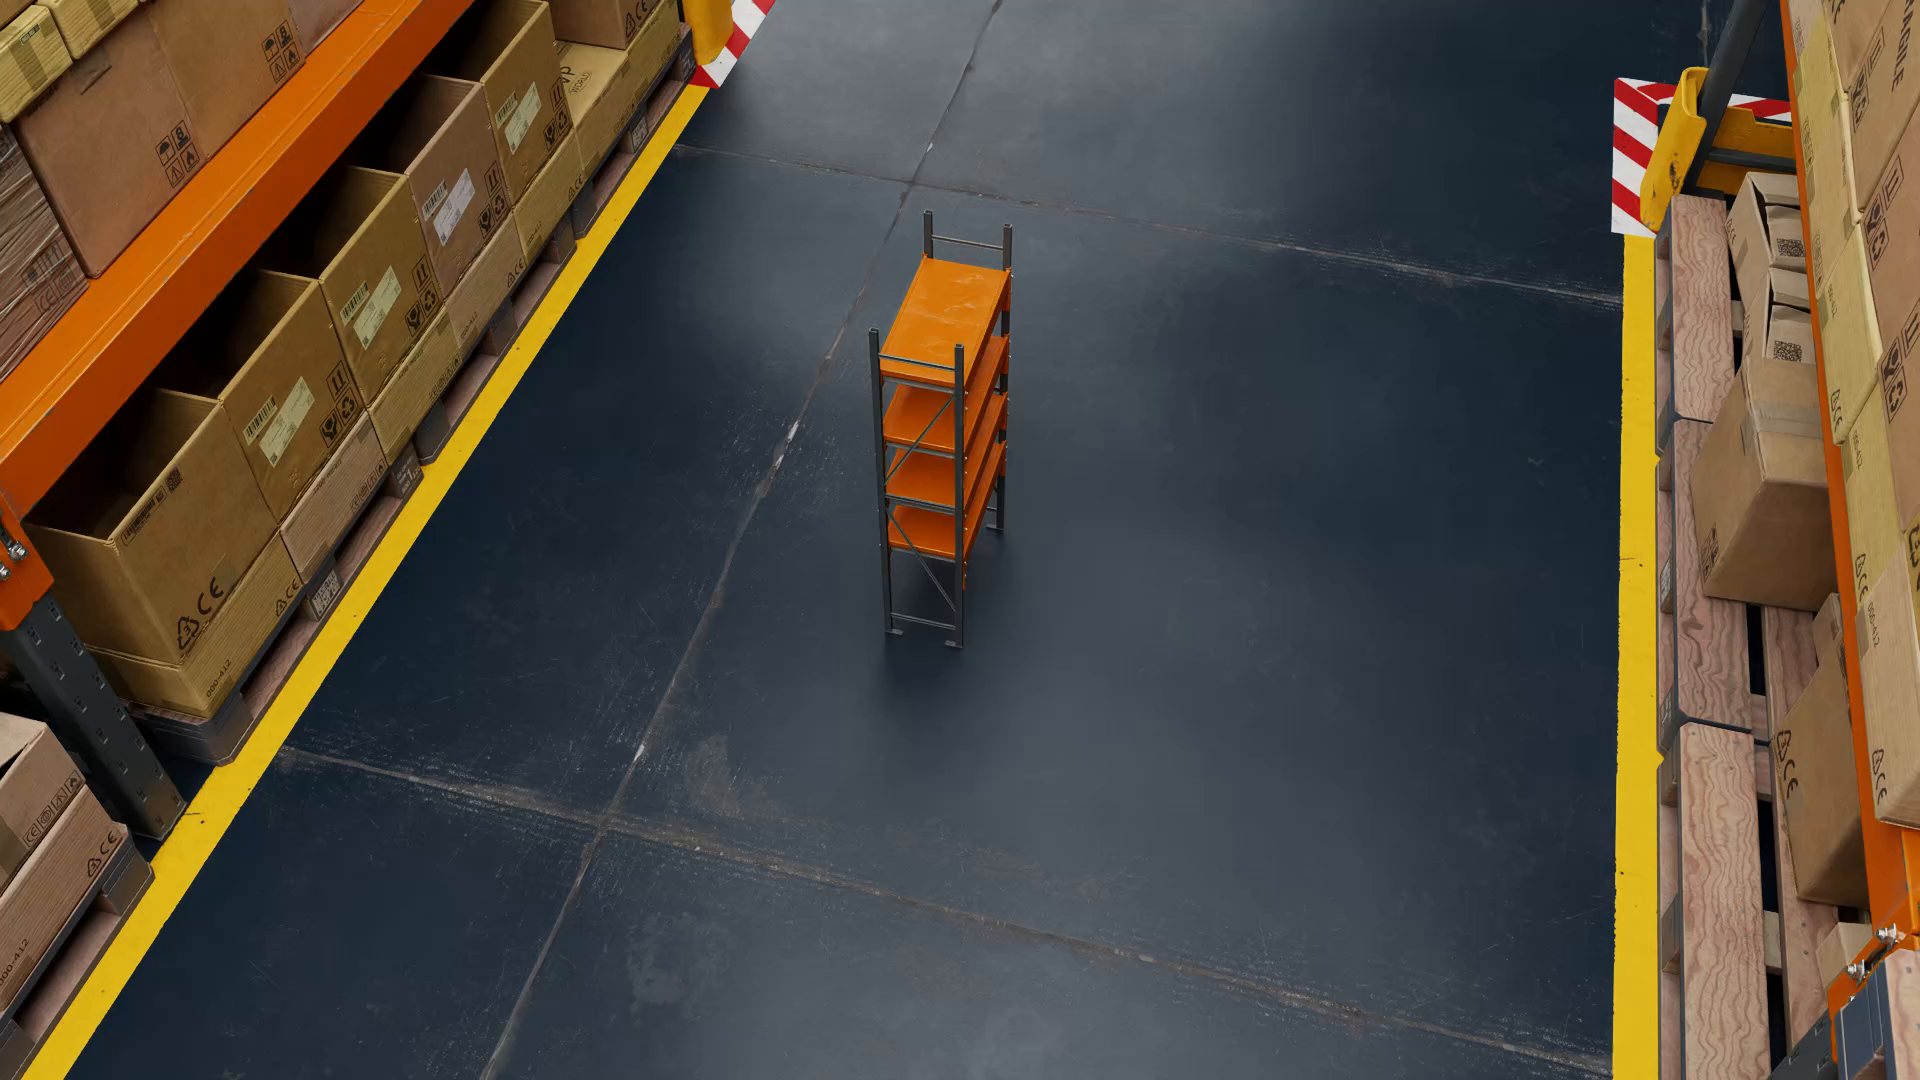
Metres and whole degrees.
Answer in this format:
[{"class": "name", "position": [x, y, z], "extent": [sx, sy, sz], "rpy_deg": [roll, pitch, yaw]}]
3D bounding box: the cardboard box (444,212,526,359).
[{"class": "cardboard box", "position": [-1.818, -0.900, 5.598], "extent": [0.500, 0.250, 0.500], "rpy_deg": [12, 50, 10]}]

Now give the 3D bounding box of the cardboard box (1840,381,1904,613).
[{"class": "cardboard box", "position": [2.120, -0.055, 3.384], "extent": [0.500, 0.250, 0.500], "rpy_deg": [12, 50, 10]}]

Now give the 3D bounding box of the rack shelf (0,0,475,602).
[{"class": "rack shelf", "position": [-2.105, -1.520, 5.071], "extent": [1.077, 0.370, 4.000], "rpy_deg": [12, 50, 10]}]

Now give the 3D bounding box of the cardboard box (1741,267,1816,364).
[{"class": "cardboard box", "position": [2.783, -0.591, 5.271], "extent": [0.500, 0.311, 0.500], "rpy_deg": [15, 50, 13]}]

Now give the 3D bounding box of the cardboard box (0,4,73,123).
[{"class": "cardboard box", "position": [-2.241, -1.084, 3.707], "extent": [0.380, 0.149, 0.250], "rpy_deg": [10, 49, 9]}]

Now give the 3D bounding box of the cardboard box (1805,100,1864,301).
[{"class": "cardboard box", "position": [2.369, -0.786, 4.029], "extent": [0.500, 0.250, 0.500], "rpy_deg": [12, 50, 10]}]

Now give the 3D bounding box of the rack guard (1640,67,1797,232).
[{"class": "rack guard", "position": [3.182, -1.348, 6.106], "extent": [1.175, 0.500, 0.348], "rpy_deg": [12, 50, 10]}]

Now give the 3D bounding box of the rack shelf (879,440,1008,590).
[{"class": "rack shelf", "position": [-0.044, -0.101, 4.894], "extent": [0.258, 0.148, 0.480], "rpy_deg": [12, 50, 10]}]

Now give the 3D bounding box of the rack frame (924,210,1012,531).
[{"class": "rack frame", "position": [0.021, -0.454, 4.850], "extent": [0.240, 1.200, 0.015], "rpy_deg": [12, 50, 10]}]

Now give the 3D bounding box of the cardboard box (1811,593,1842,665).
[{"class": "cardboard box", "position": [2.589, 0.308, 4.585], "extent": [0.380, 0.149, 0.250], "rpy_deg": [8, 49, 7]}]

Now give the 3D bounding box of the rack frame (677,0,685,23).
[{"class": "rack frame", "position": [-1.578, -3.205, 6.078], "extent": [1.000, 3.000, 0.127], "rpy_deg": [12, 50, 10]}]

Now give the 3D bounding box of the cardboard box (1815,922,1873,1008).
[{"class": "cardboard box", "position": [2.261, 1.062, 3.908], "extent": [0.380, 0.166, 0.250], "rpy_deg": [6, 49, 5]}]

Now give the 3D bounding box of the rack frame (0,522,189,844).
[{"class": "rack frame", "position": [-2.631, -0.311, 3.524], "extent": [1.000, 3.000, 0.127], "rpy_deg": [12, 50, 10]}]

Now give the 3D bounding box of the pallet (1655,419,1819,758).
[{"class": "pallet", "position": [2.611, 0.208, 4.926], "extent": [1.003, 0.211, 1.213], "rpy_deg": [12, 50, 10]}]

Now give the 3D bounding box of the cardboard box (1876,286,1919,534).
[{"class": "cardboard box", "position": [2.101, -0.307, 3.107], "extent": [0.500, 0.500, 0.500], "rpy_deg": [11, 50, 10]}]

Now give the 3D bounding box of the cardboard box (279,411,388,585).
[{"class": "cardboard box", "position": [-2.080, -0.177, 4.959], "extent": [0.500, 0.250, 0.500], "rpy_deg": [12, 50, 10]}]

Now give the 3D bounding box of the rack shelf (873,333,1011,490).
[{"class": "rack shelf", "position": [-0.044, -0.381, 4.577], "extent": [0.258, 0.148, 0.480], "rpy_deg": [12, 50, 10]}]

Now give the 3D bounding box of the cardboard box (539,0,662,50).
[{"class": "cardboard box", "position": [-1.433, -2.235, 6.276], "extent": [0.500, 0.500, 0.500], "rpy_deg": [12, 50, 10]}]

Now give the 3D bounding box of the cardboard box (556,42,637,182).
[{"class": "cardboard box", "position": [-1.555, -1.624, 6.236], "extent": [0.500, 0.250, 0.500], "rpy_deg": [12, 50, 10]}]

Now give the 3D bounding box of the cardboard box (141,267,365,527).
[{"class": "cardboard box", "position": [-2.083, -0.426, 4.679], "extent": [0.500, 0.500, 0.500], "rpy_deg": [12, 50, 10]}]

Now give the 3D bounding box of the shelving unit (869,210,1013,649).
[{"class": "shelving unit", "position": [-0.044, -0.277, 4.694], "extent": [0.258, 1.200, 0.503], "rpy_deg": [12, 50, 10]}]

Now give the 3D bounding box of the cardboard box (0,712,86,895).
[{"class": "cardboard box", "position": [-2.461, 0.623, 3.879], "extent": [0.500, 0.311, 0.500], "rpy_deg": [12, 50, 10]}]

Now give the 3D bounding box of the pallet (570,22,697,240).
[{"class": "pallet", "position": [-1.739, -1.721, 6.628], "extent": [1.003, 0.211, 1.213], "rpy_deg": [12, 50, 10]}]

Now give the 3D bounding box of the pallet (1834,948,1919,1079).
[{"class": "pallet", "position": [1.807, 1.251, 2.273], "extent": [1.003, 0.211, 1.213], "rpy_deg": [12, 50, 10]}]

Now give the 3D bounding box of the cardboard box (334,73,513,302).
[{"class": "cardboard box", "position": [-1.814, -1.148, 5.316], "extent": [0.500, 0.500, 0.500], "rpy_deg": [12, 50, 10]}]

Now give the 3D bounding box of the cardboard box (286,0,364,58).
[{"class": "cardboard box", "position": [-2.118, -1.782, 4.756], "extent": [0.700, 0.500, 0.500], "rpy_deg": [13, 50, 11]}]

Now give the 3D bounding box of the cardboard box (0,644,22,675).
[{"class": "cardboard box", "position": [-2.720, 0.081, 4.732], "extent": [0.500, 0.250, 0.500], "rpy_deg": [12, 50, 10]}]

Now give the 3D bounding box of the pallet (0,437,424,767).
[{"class": "pallet", "position": [-2.382, 0.044, 5.070], "extent": [1.003, 0.211, 1.213], "rpy_deg": [12, 50, 10]}]

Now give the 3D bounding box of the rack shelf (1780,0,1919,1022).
[{"class": "rack shelf", "position": [2.675, -0.545, 4.210], "extent": [1.077, 0.370, 4.000], "rpy_deg": [12, 50, 10]}]

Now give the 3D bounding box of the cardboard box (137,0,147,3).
[{"class": "cardboard box", "position": [-2.106, -1.454, 4.034], "extent": [0.380, 0.149, 0.250], "rpy_deg": [10, 49, 9]}]

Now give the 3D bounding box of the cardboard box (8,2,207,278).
[{"class": "cardboard box", "position": [-2.388, -1.050, 4.109], "extent": [0.700, 0.500, 0.500], "rpy_deg": [11, 50, 10]}]

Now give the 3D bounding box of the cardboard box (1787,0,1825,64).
[{"class": "cardboard box", "position": [2.644, -1.518, 4.676], "extent": [0.500, 0.250, 0.500], "rpy_deg": [10, 49, 9]}]

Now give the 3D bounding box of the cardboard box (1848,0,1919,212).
[{"class": "cardboard box", "position": [2.380, -1.045, 3.758], "extent": [0.500, 0.500, 0.500], "rpy_deg": [13, 50, 11]}]
